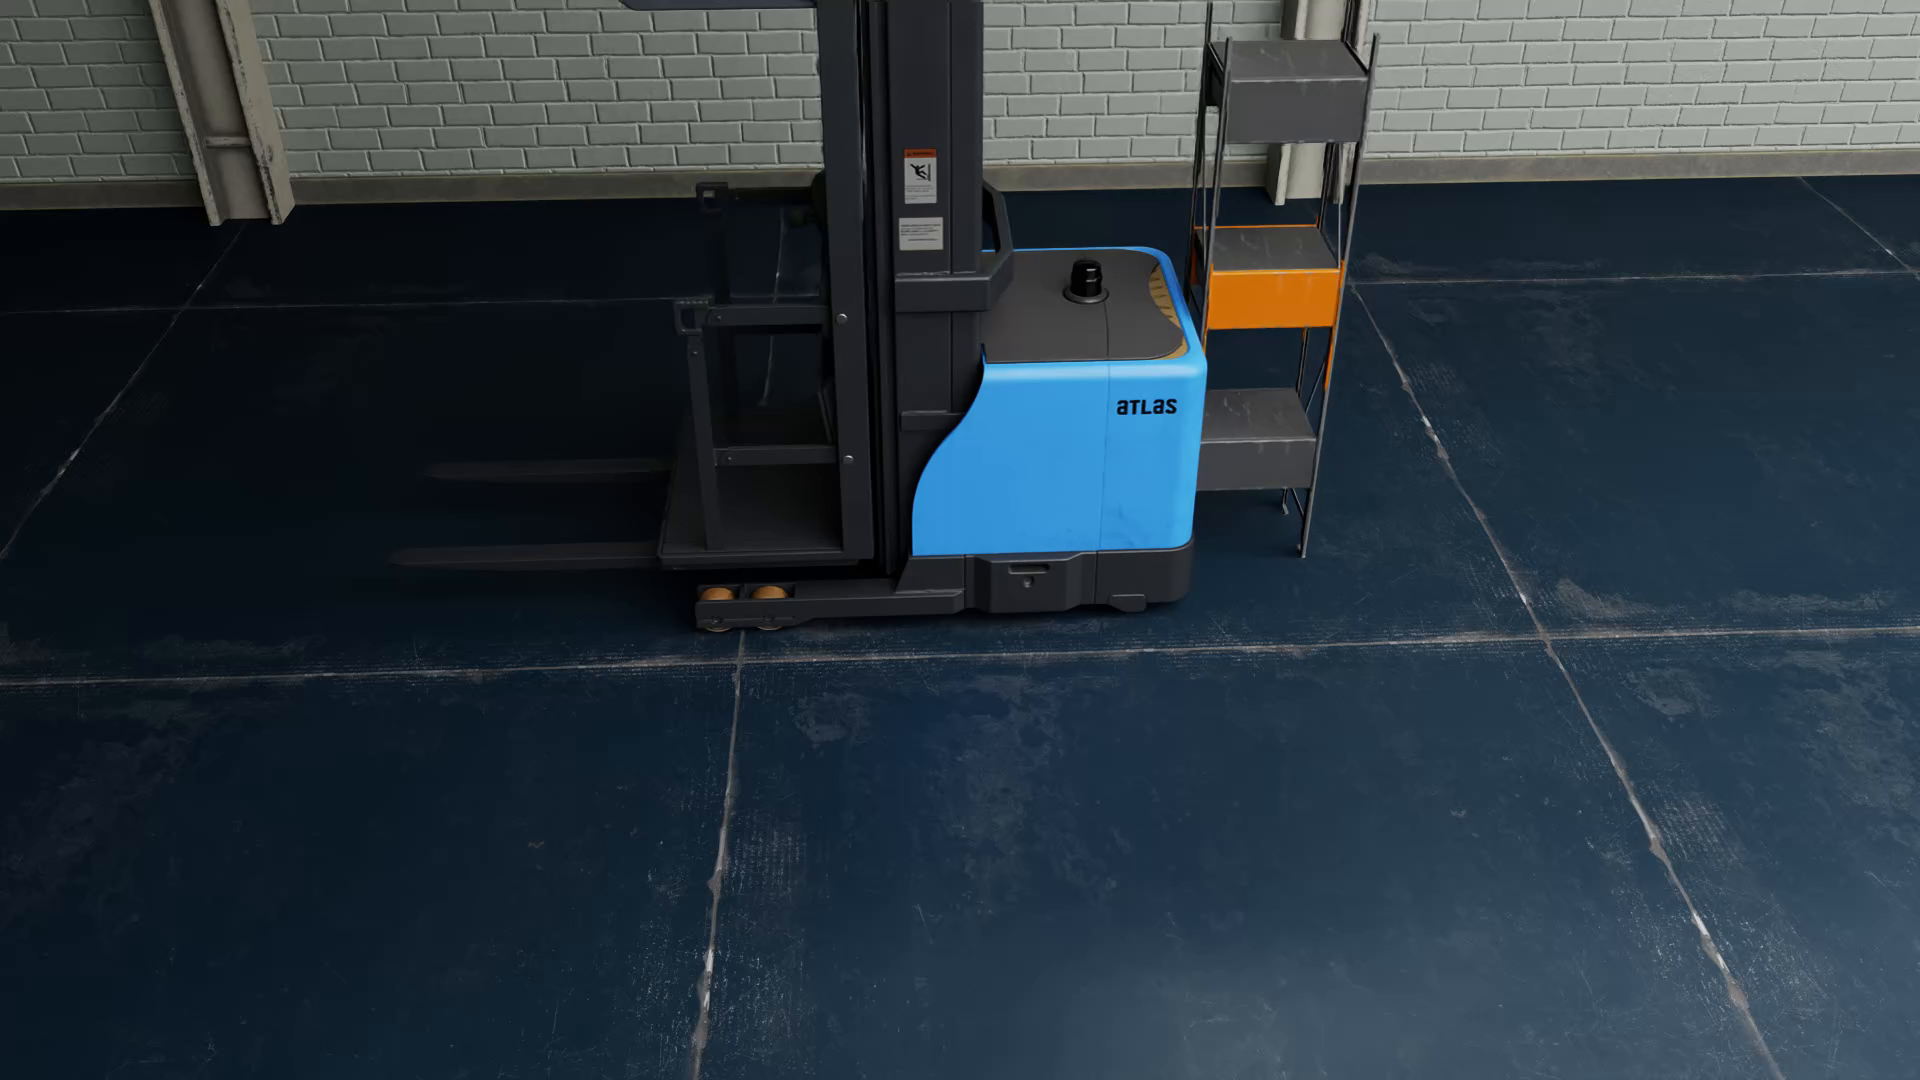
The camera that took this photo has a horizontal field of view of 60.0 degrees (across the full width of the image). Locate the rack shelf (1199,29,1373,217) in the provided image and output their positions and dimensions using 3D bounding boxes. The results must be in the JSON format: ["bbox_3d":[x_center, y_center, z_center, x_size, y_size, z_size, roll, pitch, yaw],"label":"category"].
[{"bbox_3d":[1.117,-1.459,5.807,0.480,0.518,0.431,-2,35,-2],"label":"rack shelf"}]

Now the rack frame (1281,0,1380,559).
[{"bbox_3d":[1.361,-0.901,6.207,0.015,2.100,0.400,-2,35,-2],"label":"rack frame"}]

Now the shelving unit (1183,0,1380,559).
[{"bbox_3d":[1.117,-0.895,6.198,0.503,2.100,0.431,-2,35,-2],"label":"shelving unit"}]

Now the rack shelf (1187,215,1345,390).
[{"bbox_3d":[1.117,-0.883,6.205,0.480,0.518,0.431,-2,35,-2],"label":"rack shelf"}]

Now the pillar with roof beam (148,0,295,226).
[{"bbox_3d":[-3.798,-3.102,3.324,0.400,9.000,9.100,-2,35,-2],"label":"pillar with roof beam"}]

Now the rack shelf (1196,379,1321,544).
[{"bbox_3d":[1.117,-0.308,6.604,0.480,0.518,0.431,-2,35,-2],"label":"rack shelf"}]

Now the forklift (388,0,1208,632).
[{"bbox_3d":[-0.653,-1.170,5.865,3.031,2.935,1.130,-2,35,-2],"label":"forklift"}]

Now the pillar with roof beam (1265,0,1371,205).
[{"bbox_3d":[2.195,-3.263,3.558,0.400,9.000,9.100,-2,35,-2],"label":"pillar with roof beam"}]

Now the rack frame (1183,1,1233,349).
[{"bbox_3d":[0.873,-0.888,6.188,0.015,2.100,0.400,-2,35,-2],"label":"rack frame"}]
